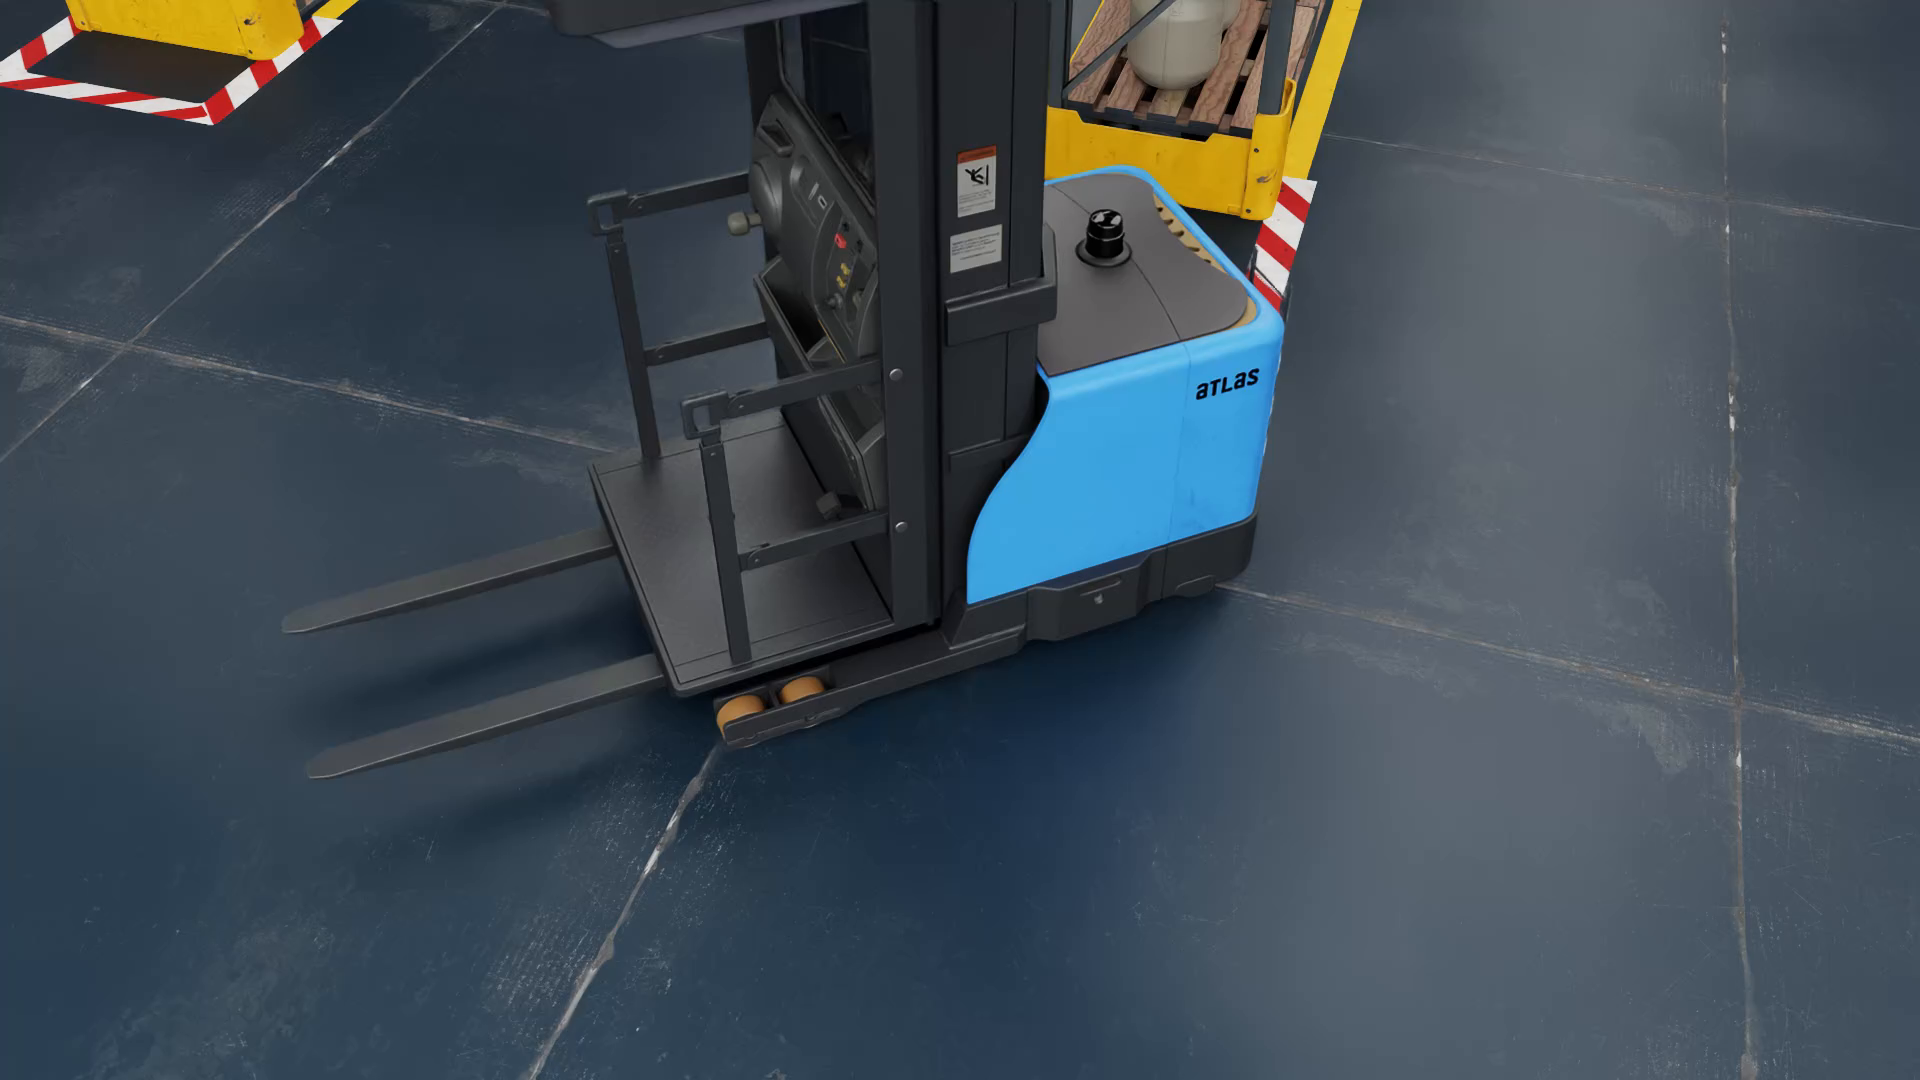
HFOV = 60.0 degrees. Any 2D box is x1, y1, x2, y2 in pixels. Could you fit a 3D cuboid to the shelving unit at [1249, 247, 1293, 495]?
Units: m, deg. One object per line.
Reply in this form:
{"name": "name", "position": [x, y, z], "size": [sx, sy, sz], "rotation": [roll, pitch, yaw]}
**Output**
{"name": "shelving unit", "position": [0.916, -0.531, 5.649], "size": [0.210, 0.900, 0.258], "rotation": [-16, 47, -16]}

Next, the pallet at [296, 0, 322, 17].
{"name": "pallet", "position": [-3.683, -3.186, 8.855], "size": [1.003, 0.211, 1.213], "rotation": [13, 46, 13]}

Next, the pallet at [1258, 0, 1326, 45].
{"name": "pallet", "position": [1.446, -3.027, 8.693], "size": [1.003, 0.211, 1.213], "rotation": [13, 46, 13]}

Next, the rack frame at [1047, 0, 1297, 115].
{"name": "rack frame", "position": [0.845, -2.613, 6.275], "size": [1.000, 3.000, 0.127], "rotation": [13, 46, 13]}

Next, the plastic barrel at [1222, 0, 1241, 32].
{"name": "plastic barrel", "position": [1.123, -2.662, 7.805], "size": [0.421, 0.512, 0.421], "rotation": [0, 44, 0]}

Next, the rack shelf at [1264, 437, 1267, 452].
{"name": "rack shelf", "position": [0.916, -0.378, 5.798], "size": [0.200, 0.077, 0.258], "rotation": [-16, 47, -16]}

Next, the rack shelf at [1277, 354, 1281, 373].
{"name": "rack shelf", "position": [0.916, -0.635, 5.546], "size": [0.200, 0.077, 0.258], "rotation": [-16, 47, -16]}

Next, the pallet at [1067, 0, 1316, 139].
{"name": "pallet", "position": [1.074, -2.217, 7.865], "size": [1.003, 0.211, 1.213], "rotation": [13, 46, 13]}

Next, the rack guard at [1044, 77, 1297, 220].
{"name": "rack guard", "position": [0.823, -1.780, 7.211], "size": [1.175, 0.500, 0.348], "rotation": [13, 46, 13]}

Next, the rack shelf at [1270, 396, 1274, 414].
{"name": "rack shelf", "position": [0.916, -0.507, 5.672], "size": [0.200, 0.077, 0.258], "rotation": [-16, 47, -16]}

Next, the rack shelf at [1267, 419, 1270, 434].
{"name": "rack shelf", "position": [0.916, -0.443, 5.735], "size": [0.200, 0.077, 0.258], "rotation": [-16, 47, -16]}

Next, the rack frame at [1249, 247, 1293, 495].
{"name": "rack frame", "position": [1.009, -0.558, 5.677], "size": [0.006, 0.900, 0.240], "rotation": [-16, 47, -16]}

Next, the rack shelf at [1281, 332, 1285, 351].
{"name": "rack shelf", "position": [0.916, -0.700, 5.483], "size": [0.200, 0.077, 0.258], "rotation": [-16, 47, -16]}

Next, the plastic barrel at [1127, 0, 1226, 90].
{"name": "plastic barrel", "position": [0.972, -2.328, 7.463], "size": [0.421, 0.512, 0.421], "rotation": [0, 44, 0]}

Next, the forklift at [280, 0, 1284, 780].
{"name": "forklift", "position": [-0.591, -0.833, 4.506], "size": [3.031, 2.935, 1.130], "rotation": [-16, 47, -16]}

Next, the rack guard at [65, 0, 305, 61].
{"name": "rack guard", "position": [-3.882, -2.755, 8.208], "size": [1.175, 0.500, 0.348], "rotation": [13, 46, 13]}

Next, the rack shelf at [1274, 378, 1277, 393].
{"name": "rack shelf", "position": [0.916, -0.571, 5.609], "size": [0.200, 0.077, 0.258], "rotation": [-16, 47, -16]}
